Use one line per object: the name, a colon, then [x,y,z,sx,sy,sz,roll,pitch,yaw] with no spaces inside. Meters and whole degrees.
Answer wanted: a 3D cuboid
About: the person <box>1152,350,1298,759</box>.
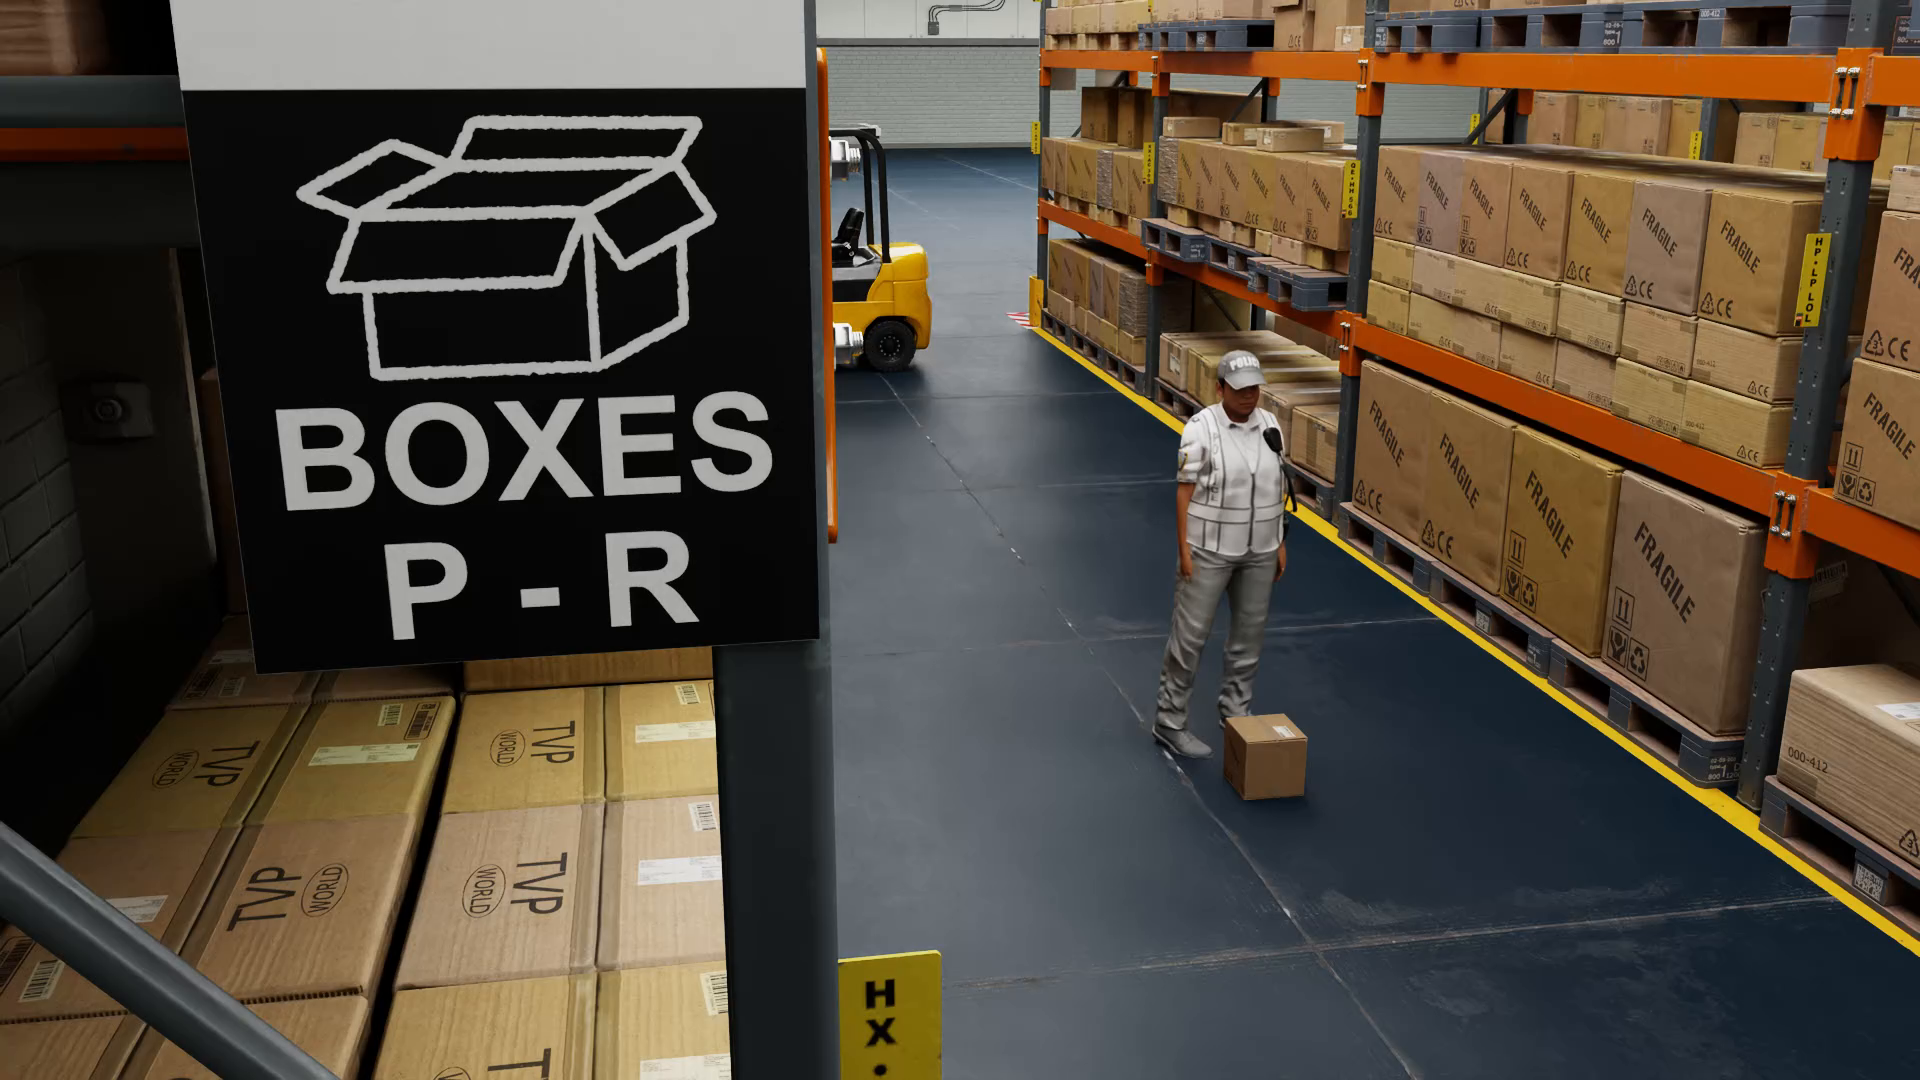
person: [1.099,0.057,6.853,0.558,1.687,0.363,-5,17,-16]
